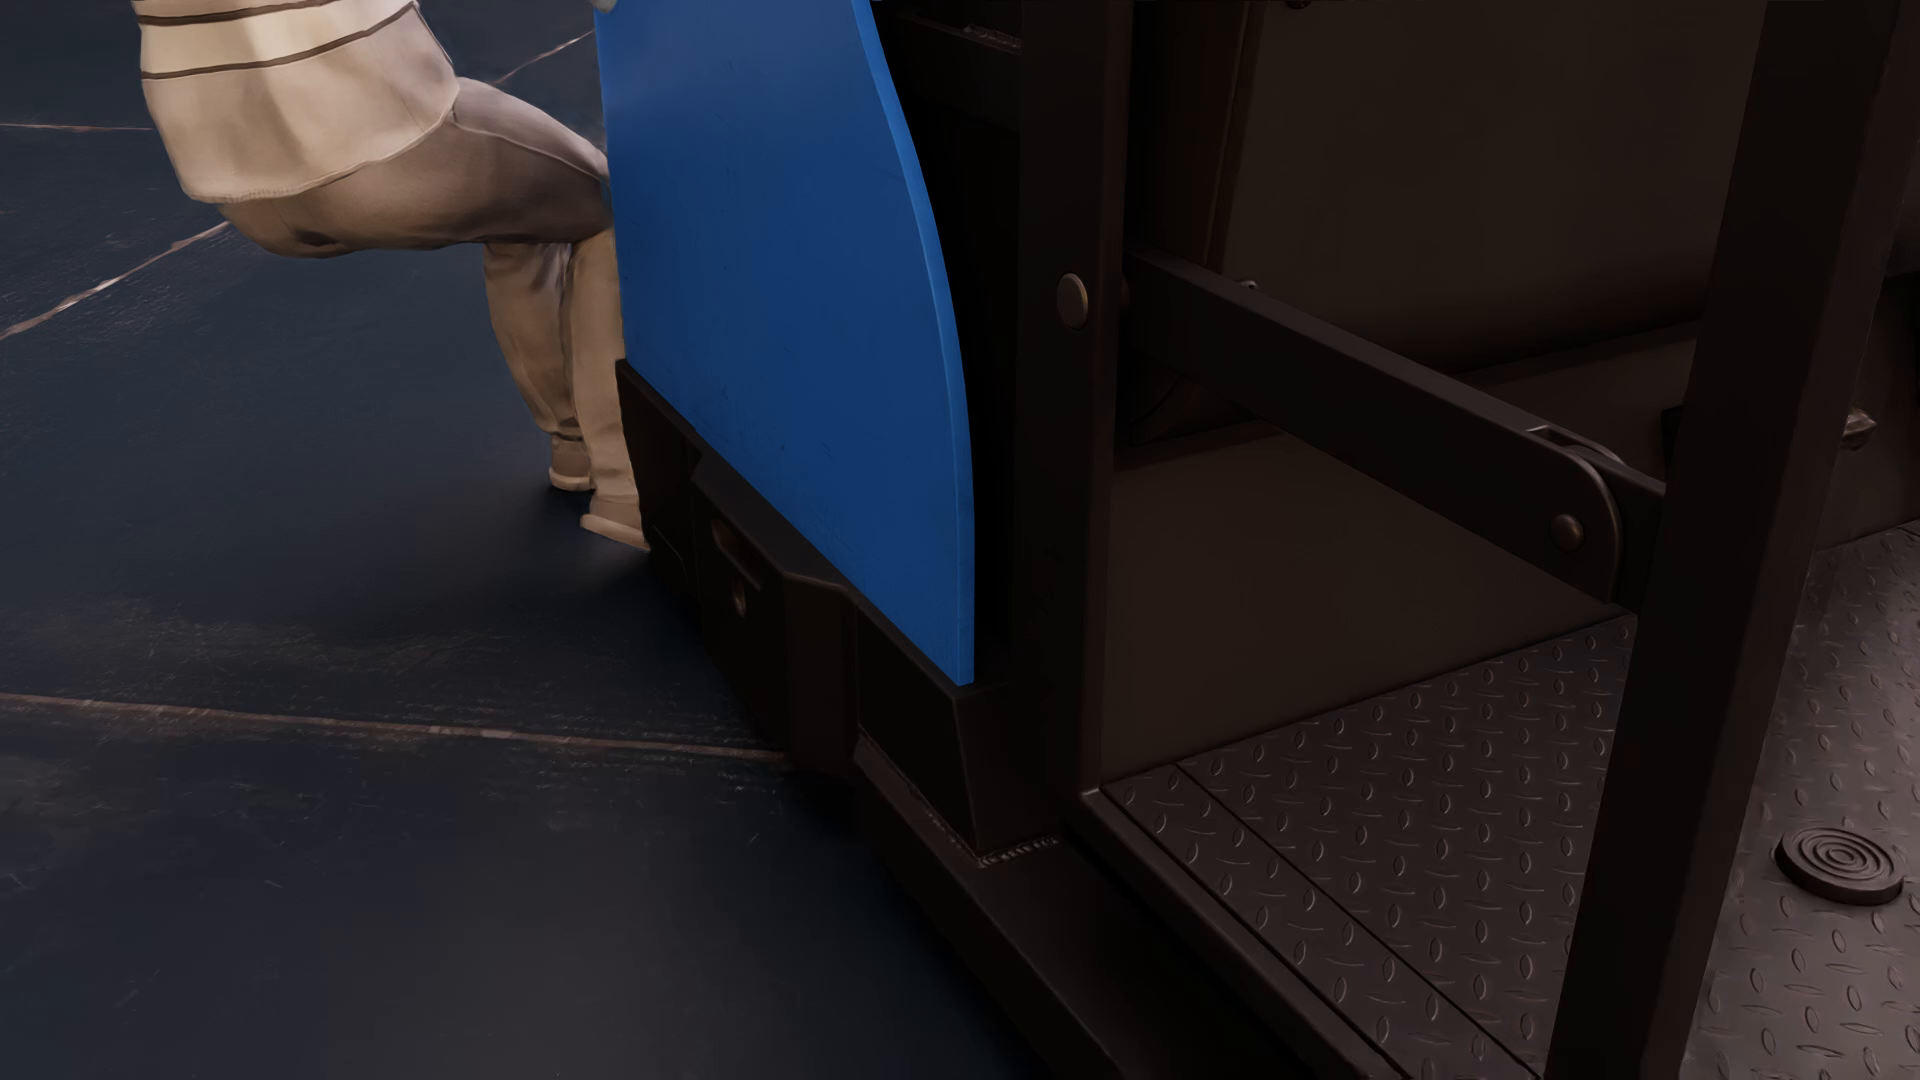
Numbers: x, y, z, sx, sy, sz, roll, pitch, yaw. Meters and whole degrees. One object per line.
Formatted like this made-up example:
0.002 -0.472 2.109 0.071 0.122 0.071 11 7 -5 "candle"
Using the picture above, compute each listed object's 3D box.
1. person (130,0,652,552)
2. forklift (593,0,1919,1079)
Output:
-0.686 -0.635 2.226 0.751 1.465 0.806 11 28 20 "person"
0.664 -0.827 0.875 1.130 2.935 3.031 -14 30 -25 "forklift"
